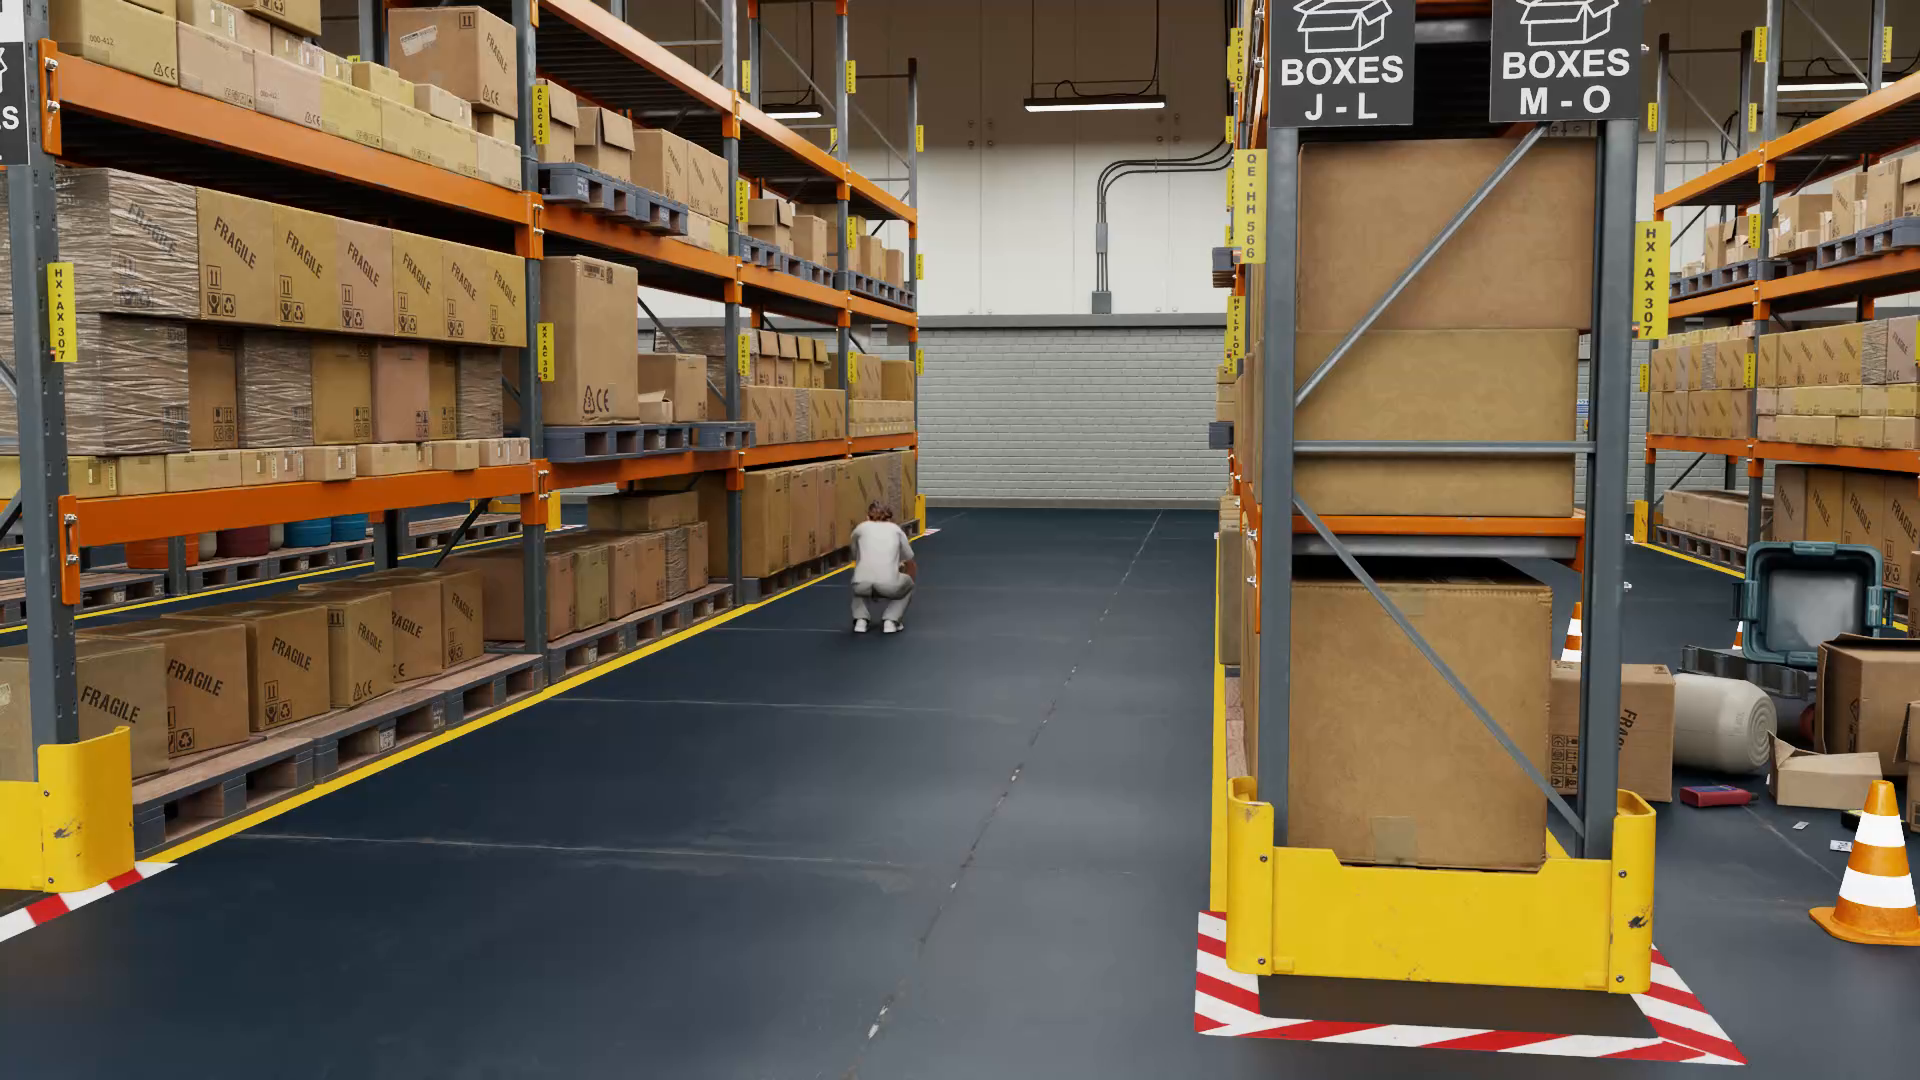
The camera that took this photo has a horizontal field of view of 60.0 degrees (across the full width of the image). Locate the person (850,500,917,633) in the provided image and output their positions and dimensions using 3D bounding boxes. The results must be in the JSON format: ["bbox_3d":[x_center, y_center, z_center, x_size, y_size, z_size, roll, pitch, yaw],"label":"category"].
[{"bbox_3d":[-0.583,0.188,12.200,0.485,0.938,0.794,1,5,9],"label":"person"}]
